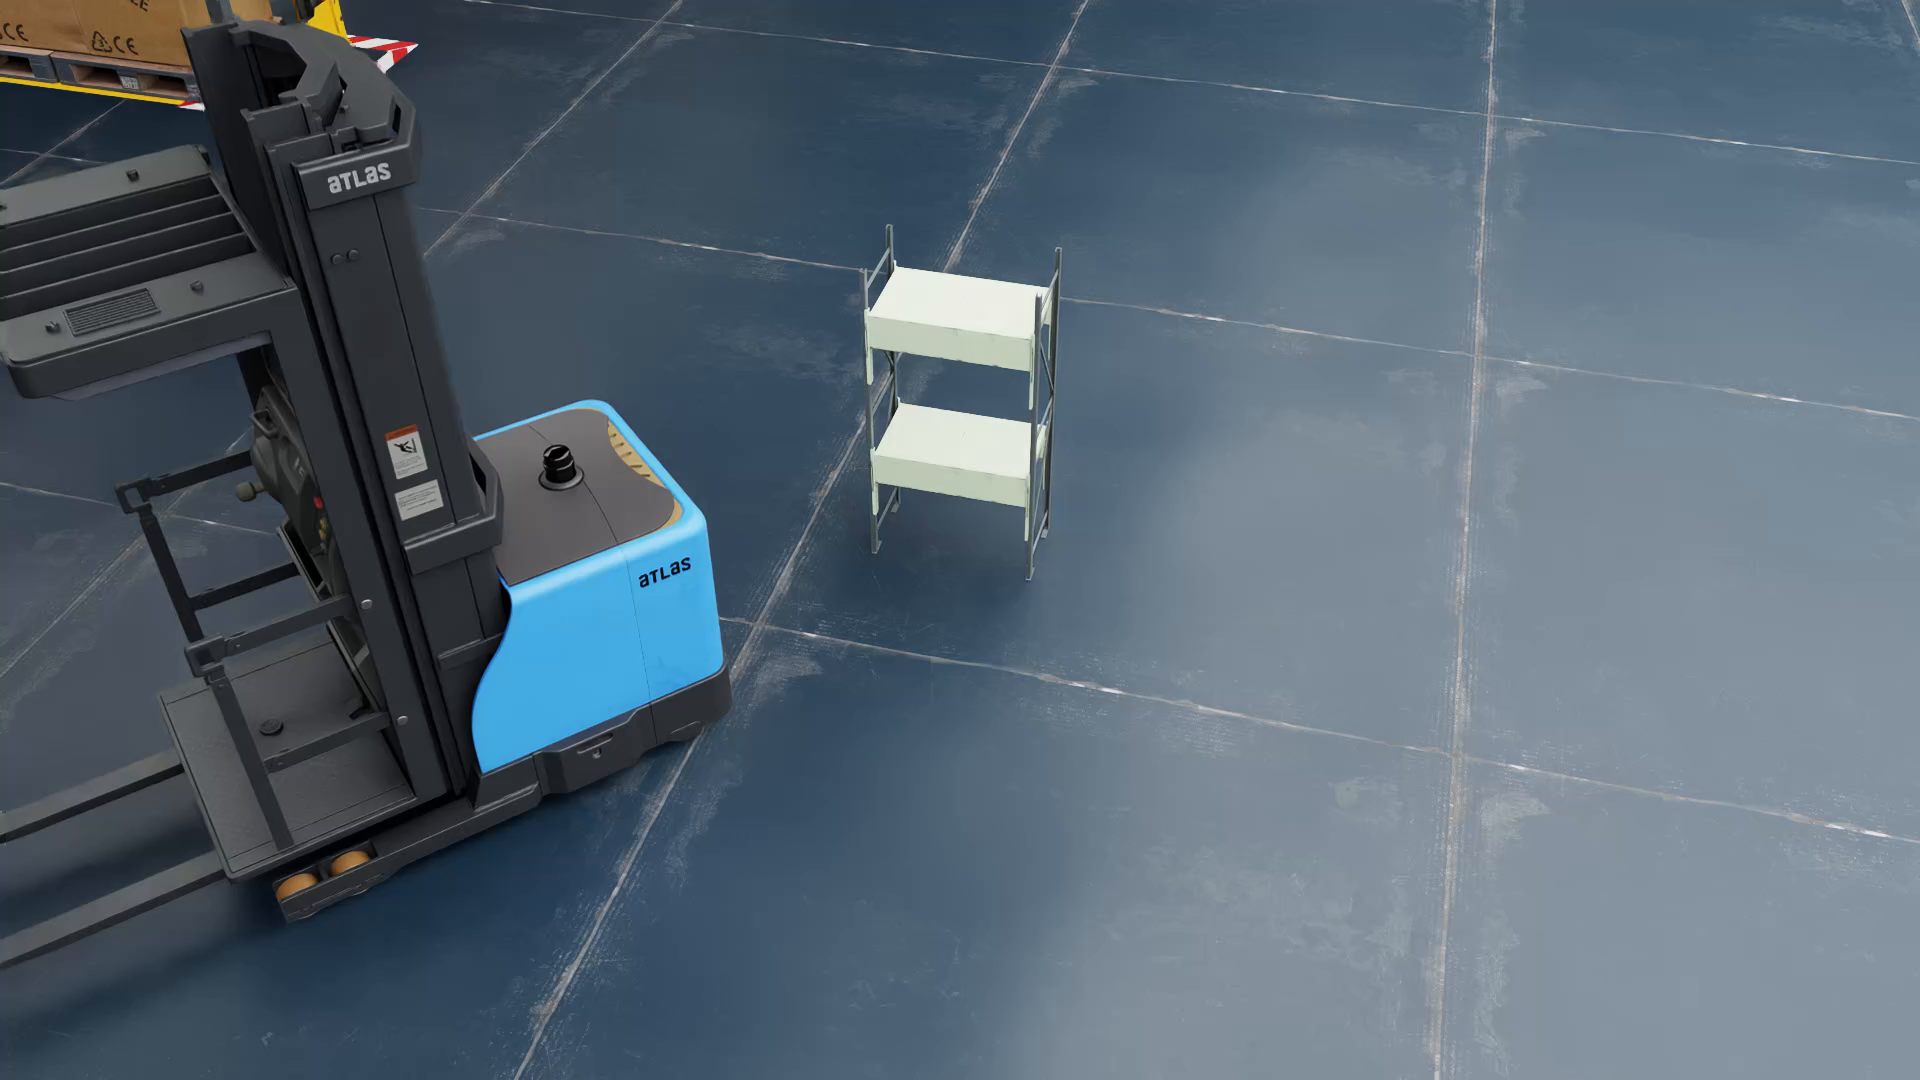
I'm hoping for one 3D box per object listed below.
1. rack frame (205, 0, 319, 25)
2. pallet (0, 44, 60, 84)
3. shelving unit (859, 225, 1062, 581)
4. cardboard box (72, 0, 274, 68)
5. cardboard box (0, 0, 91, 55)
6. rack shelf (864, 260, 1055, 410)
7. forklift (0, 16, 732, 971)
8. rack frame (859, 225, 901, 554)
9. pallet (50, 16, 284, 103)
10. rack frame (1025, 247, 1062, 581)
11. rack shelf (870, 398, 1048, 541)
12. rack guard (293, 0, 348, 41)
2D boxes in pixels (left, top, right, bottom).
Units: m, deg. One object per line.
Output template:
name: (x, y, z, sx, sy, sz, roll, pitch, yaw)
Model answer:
rack frame: (-4.755, -4.435, 10.723, 0.127, 3.000, 1.000, 10, 41, 11)
pallet: (-6.723, -3.656, 11.963, 1.213, 0.211, 1.003, 10, 41, 11)
shelving unit: (0.006, -0.573, 7.291, 0.755, 1.500, 0.431, 10, 41, 11)
cardboard box: (-5.427, -3.854, 11.357, 0.875, 0.875, 0.875, 10, 41, 12)
cardboard box: (-6.278, -3.999, 11.529, 0.875, 0.875, 0.875, 9, 41, 11)
rack shelf: (0.006, -0.872, 7.040, 0.720, 0.370, 0.431, 10, 41, 11)
forklift: (-2.453, -0.121, 5.640, 3.031, 2.935, 1.130, -23, 45, -25)
rack frame: (-0.347, -0.634, 7.363, 0.023, 1.500, 0.400, 10, 41, 11)
pallet: (-5.548, -3.451, 11.720, 1.213, 0.211, 1.003, 10, 41, 11)
rack frame: (0.360, -0.512, 7.218, 0.023, 1.500, 0.400, 10, 41, 11)
rack shelf: (0.006, -0.324, 7.501, 0.720, 0.370, 0.431, 10, 41, 11)
rack guard: (-4.732, -3.474, 11.522, 0.348, 0.500, 1.175, 10, 41, 11)
